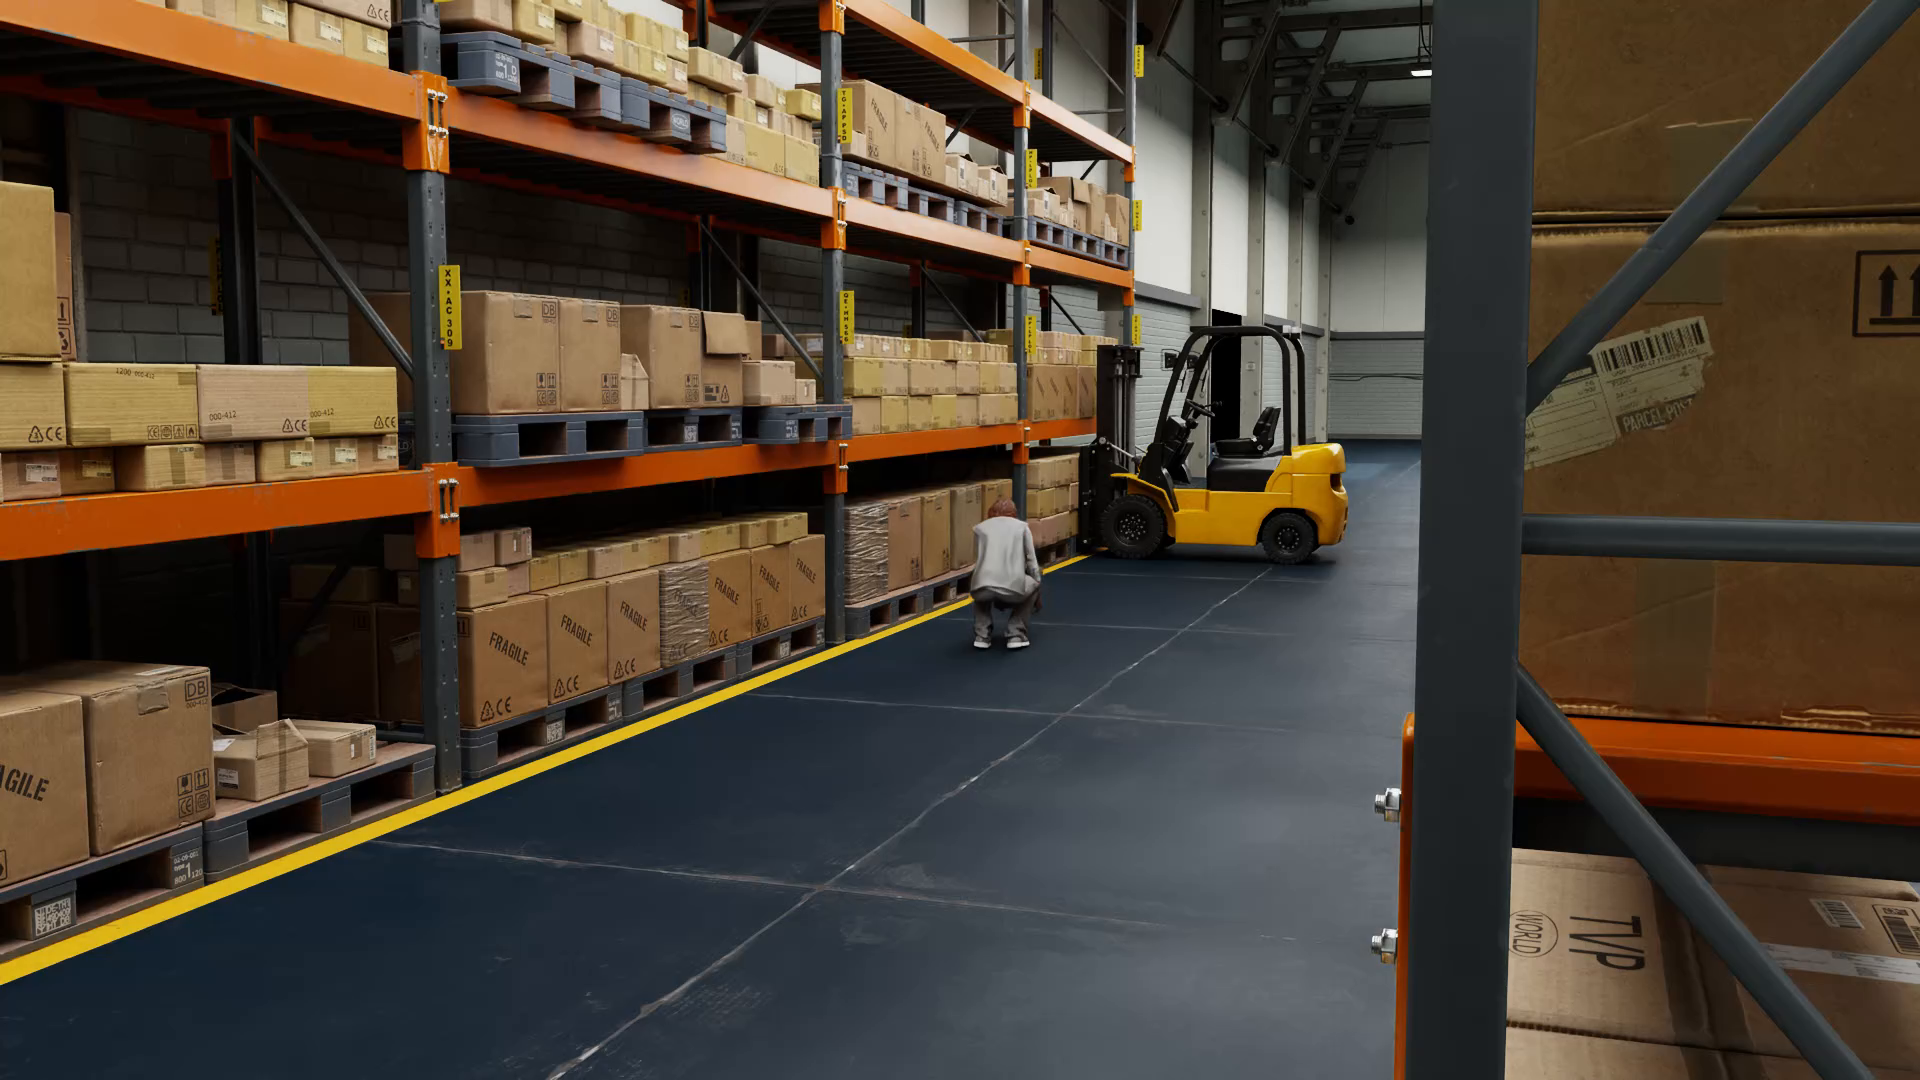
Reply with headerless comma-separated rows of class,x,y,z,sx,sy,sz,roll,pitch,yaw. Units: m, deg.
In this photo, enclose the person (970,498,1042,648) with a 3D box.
person,0.280,0.218,10.427,0.425,0.896,0.825,1,6,13
